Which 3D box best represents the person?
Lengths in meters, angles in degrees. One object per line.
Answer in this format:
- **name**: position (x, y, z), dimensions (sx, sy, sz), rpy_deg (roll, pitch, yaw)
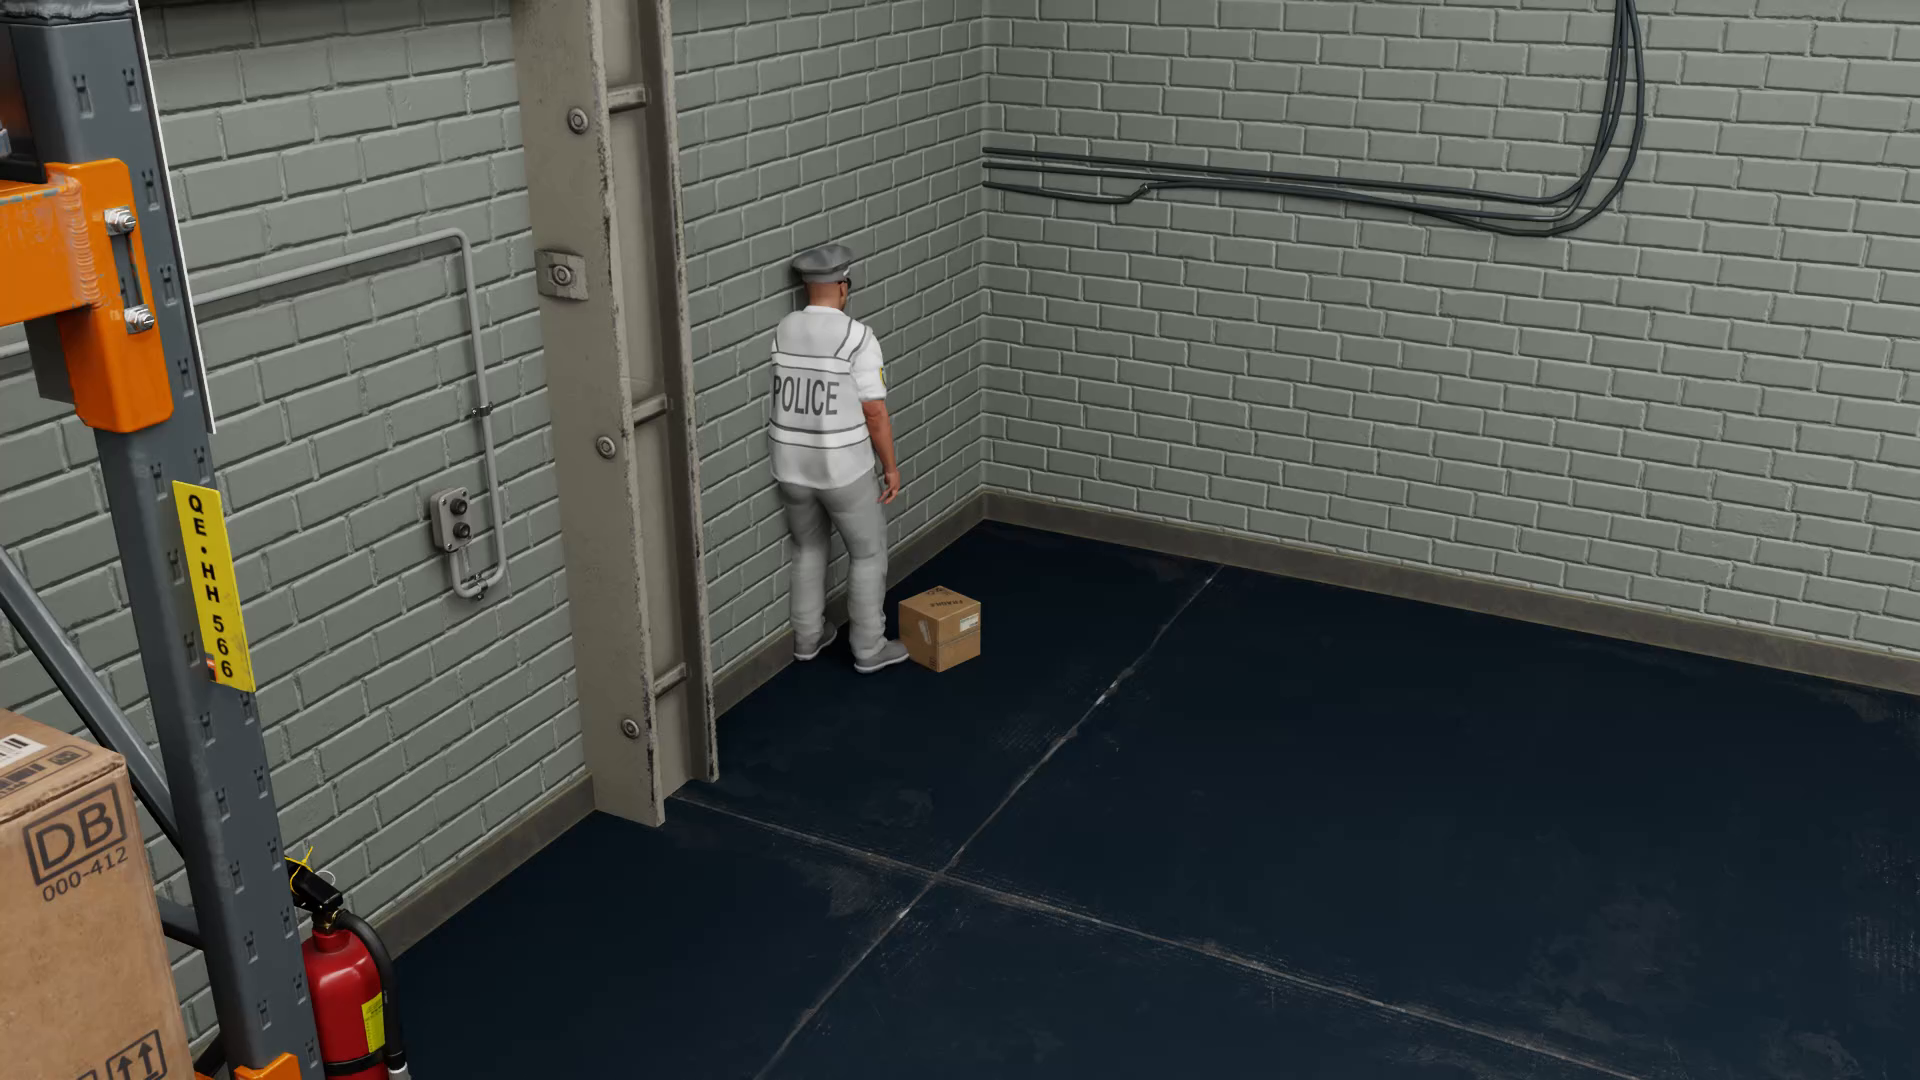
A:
- **person**: position (-0.538, -0.305, 6.813), dimensions (0.607, 1.751, 0.431), rpy_deg (10, 24, 22)
